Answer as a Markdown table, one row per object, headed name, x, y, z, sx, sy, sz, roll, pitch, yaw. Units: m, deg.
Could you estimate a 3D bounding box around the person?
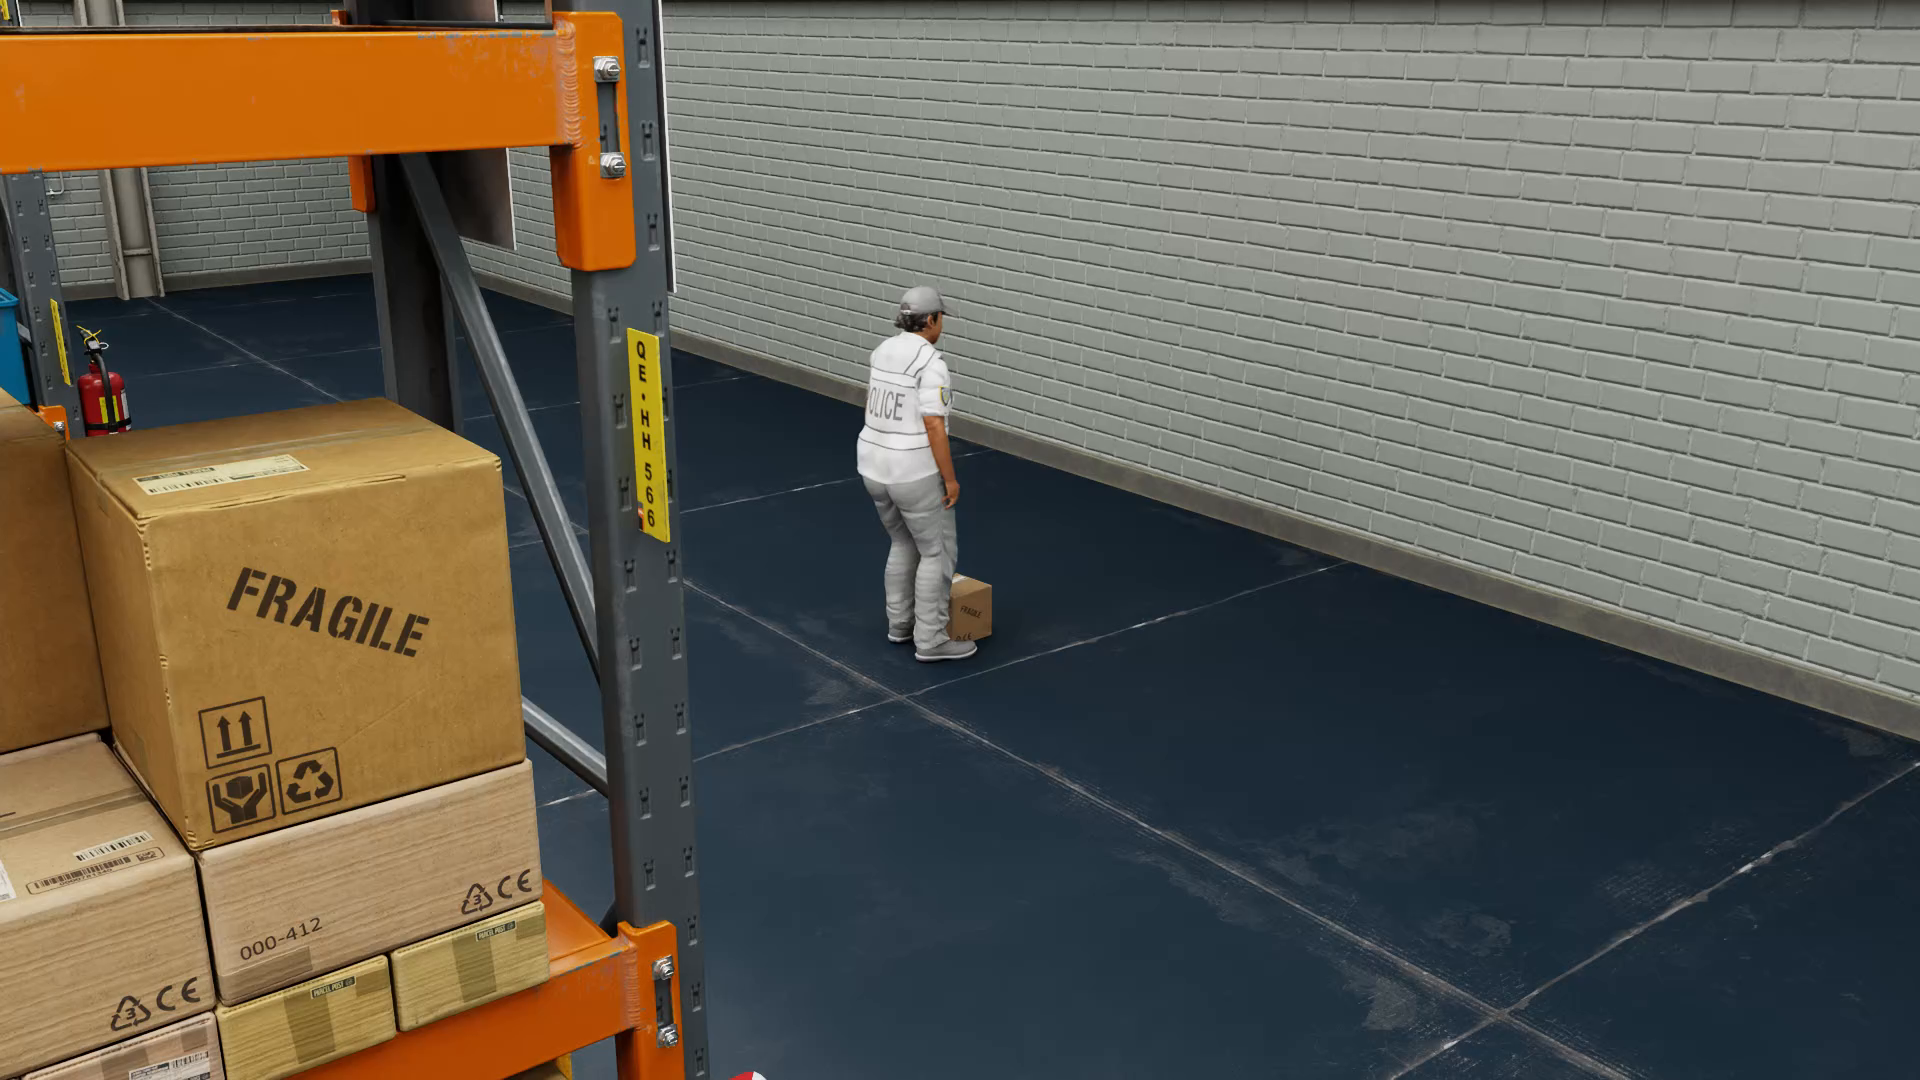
| name | x | y | z | sx | sy | sz | roll | pitch | yaw |
| --- | --- | --- | --- | --- | --- | --- | --- | --- | --- |
| person | -0.192 | -0.302 | 7.483 | 0.473 | 1.666 | 0.548 | -14 | 23 | -37 |
